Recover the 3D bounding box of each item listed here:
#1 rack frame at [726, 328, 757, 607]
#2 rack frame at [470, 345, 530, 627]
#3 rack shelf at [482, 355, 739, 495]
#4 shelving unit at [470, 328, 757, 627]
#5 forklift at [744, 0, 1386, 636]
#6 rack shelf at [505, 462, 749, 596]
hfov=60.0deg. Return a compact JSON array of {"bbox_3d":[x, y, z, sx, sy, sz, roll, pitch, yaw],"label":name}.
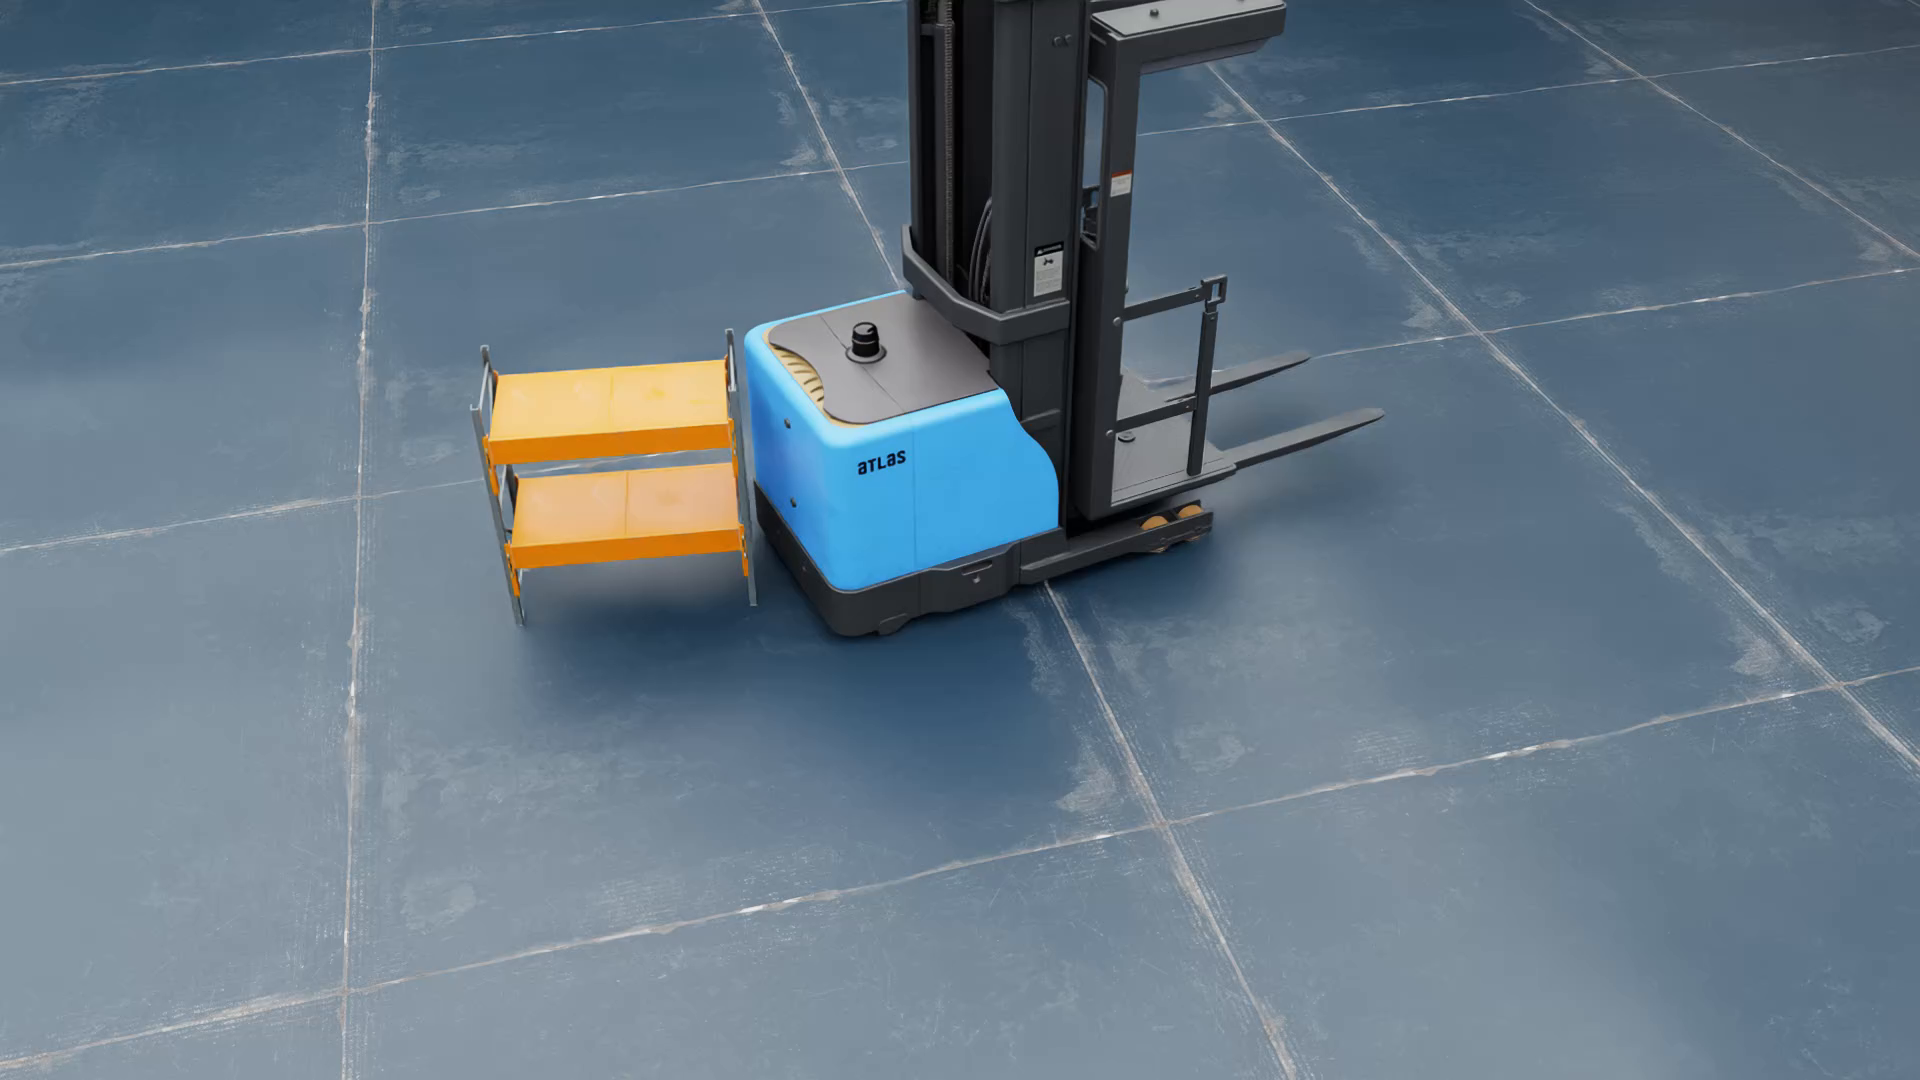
[{"bbox_3d":[-0.948,-0.302,7.219,0.032,1.125,0.500,-5,38,-6],"label":"rack frame"},{"bbox_3d":[-1.955,-0.217,7.108,0.032,1.125,0.500,-5,38,-6],"label":"rack frame"},{"bbox_3d":[-1.451,-0.492,6.985,1.000,0.278,0.538,-5,38,-6],"label":"rack shelf"},{"bbox_3d":[-1.451,-0.259,7.163,1.048,1.125,0.538,-5,38,-6],"label":"shelving unit"},{"bbox_3d":[0.601,-1.375,7.135,3.031,2.935,1.130,-17,41,-21],"label":"forklift"},{"bbox_3d":[-1.451,-0.065,7.312,1.000,0.278,0.538,-5,38,-6],"label":"rack shelf"}]
